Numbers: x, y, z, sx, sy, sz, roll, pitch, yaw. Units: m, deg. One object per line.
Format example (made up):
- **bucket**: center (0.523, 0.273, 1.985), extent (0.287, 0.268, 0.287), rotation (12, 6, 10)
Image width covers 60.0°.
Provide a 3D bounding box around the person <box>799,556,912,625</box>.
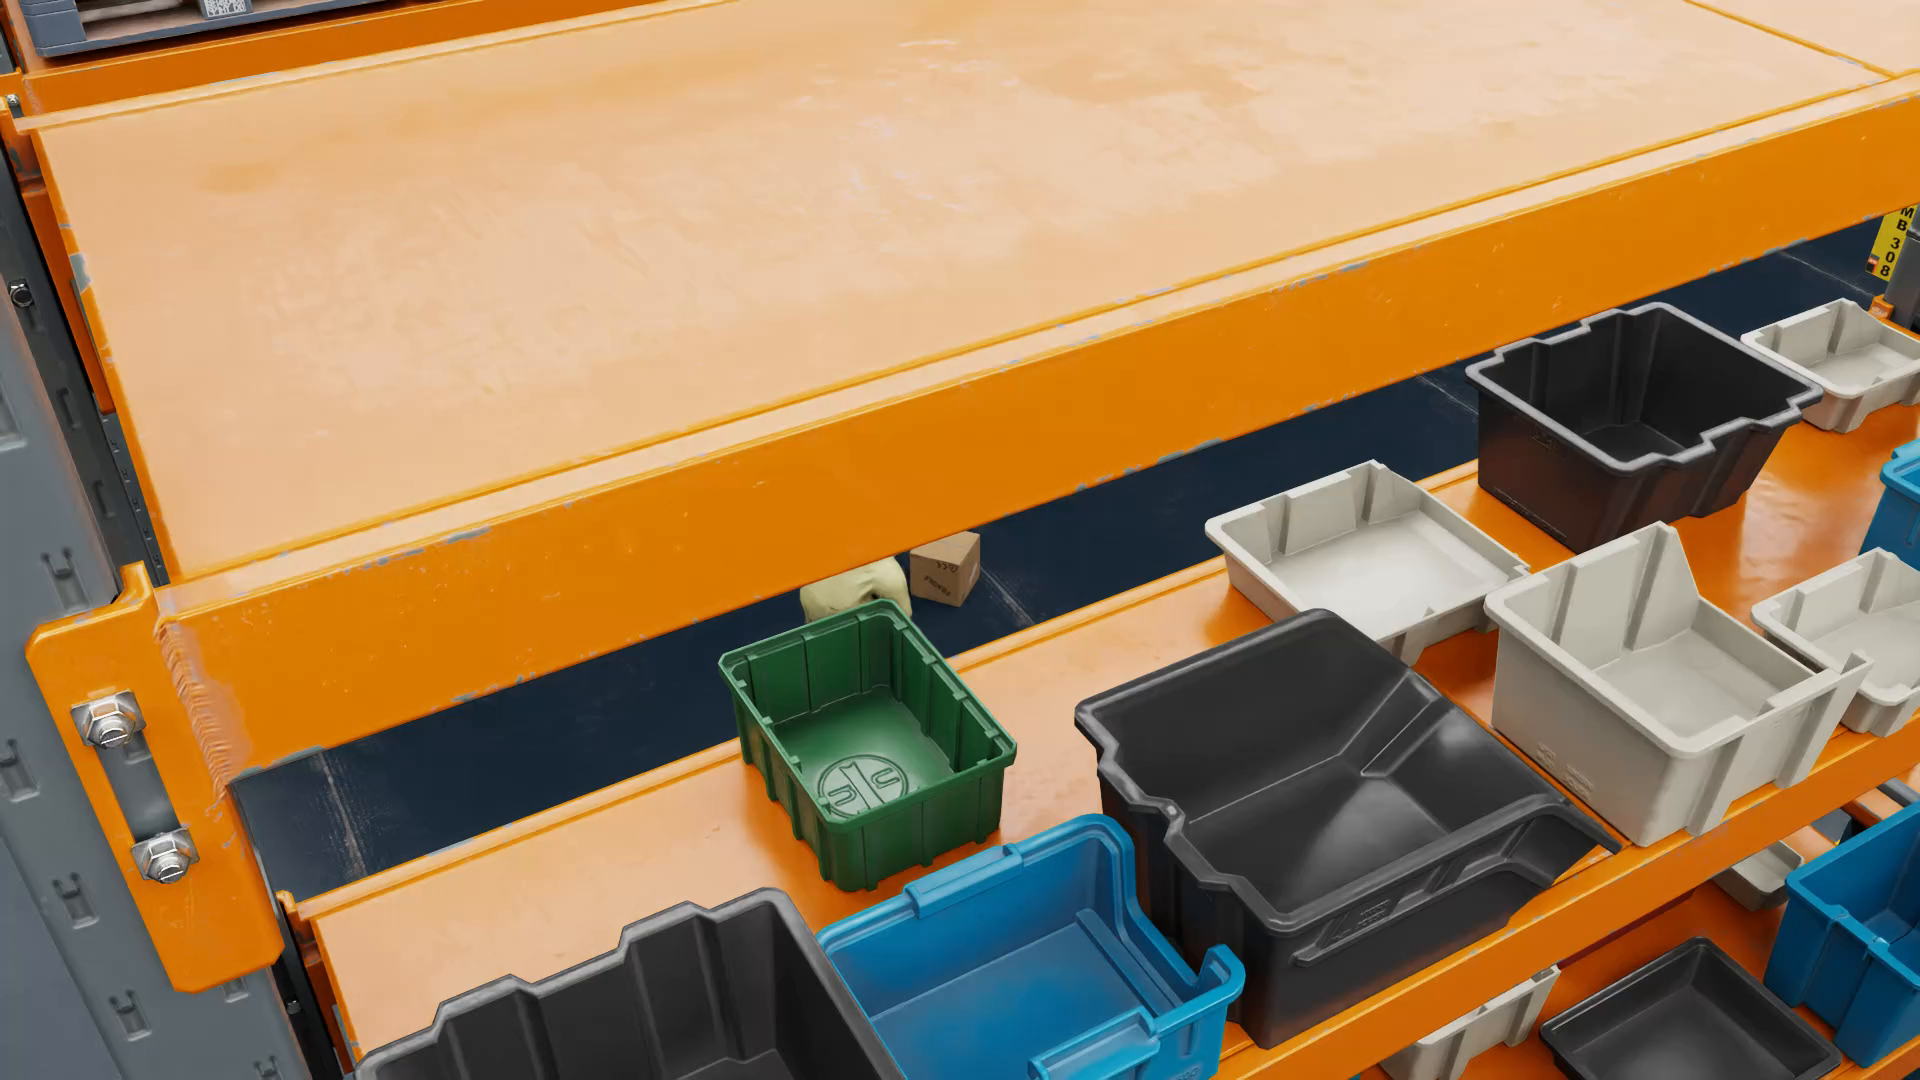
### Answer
- **person**: center (-0.352, 0.456, 6.014), extent (0.445, 1.652, 0.565), rotation (27, 45, 31)
